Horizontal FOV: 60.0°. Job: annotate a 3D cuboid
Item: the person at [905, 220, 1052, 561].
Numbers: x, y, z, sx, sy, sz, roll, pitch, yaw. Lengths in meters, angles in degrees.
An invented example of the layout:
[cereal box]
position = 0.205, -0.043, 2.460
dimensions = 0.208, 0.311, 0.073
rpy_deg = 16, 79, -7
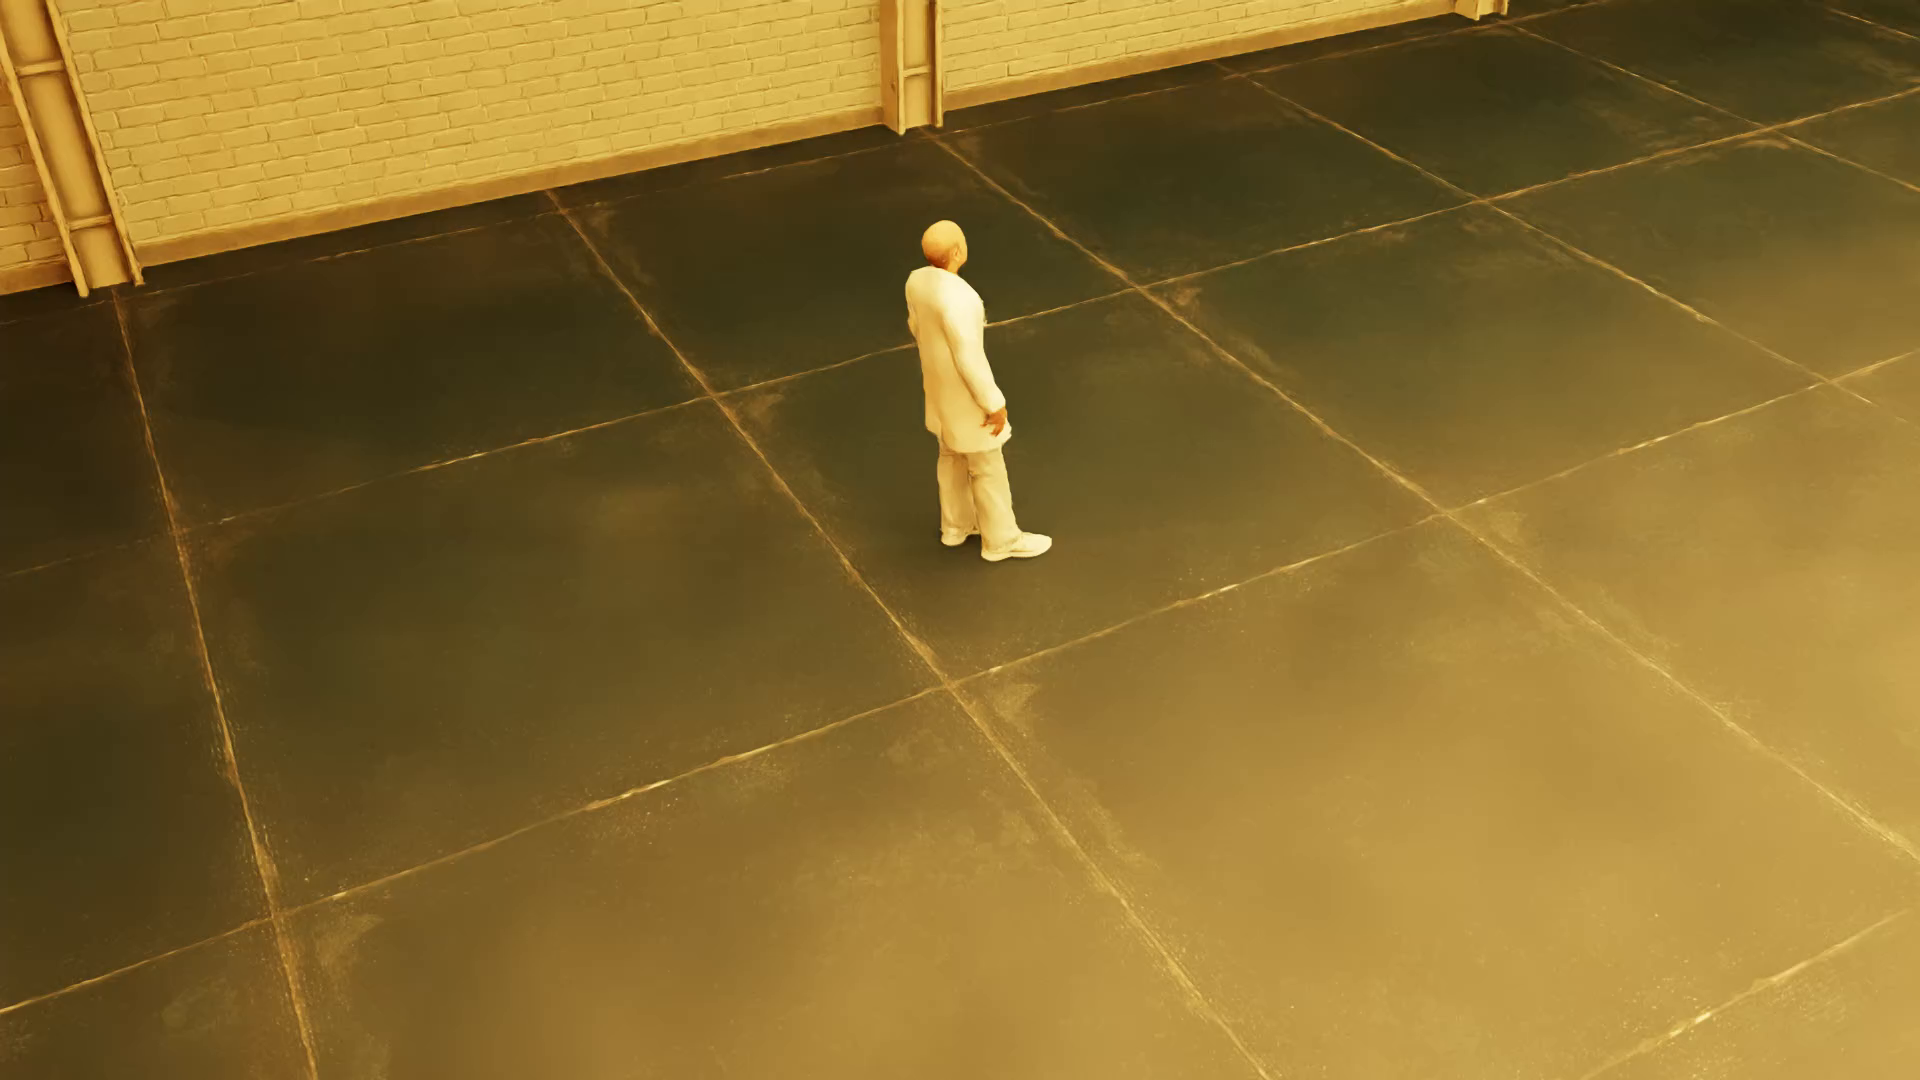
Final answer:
[person]
position = 0.082, -0.754, 8.177
dimensions = 0.579, 1.776, 0.694
rpy_deg = -17, 39, -23
